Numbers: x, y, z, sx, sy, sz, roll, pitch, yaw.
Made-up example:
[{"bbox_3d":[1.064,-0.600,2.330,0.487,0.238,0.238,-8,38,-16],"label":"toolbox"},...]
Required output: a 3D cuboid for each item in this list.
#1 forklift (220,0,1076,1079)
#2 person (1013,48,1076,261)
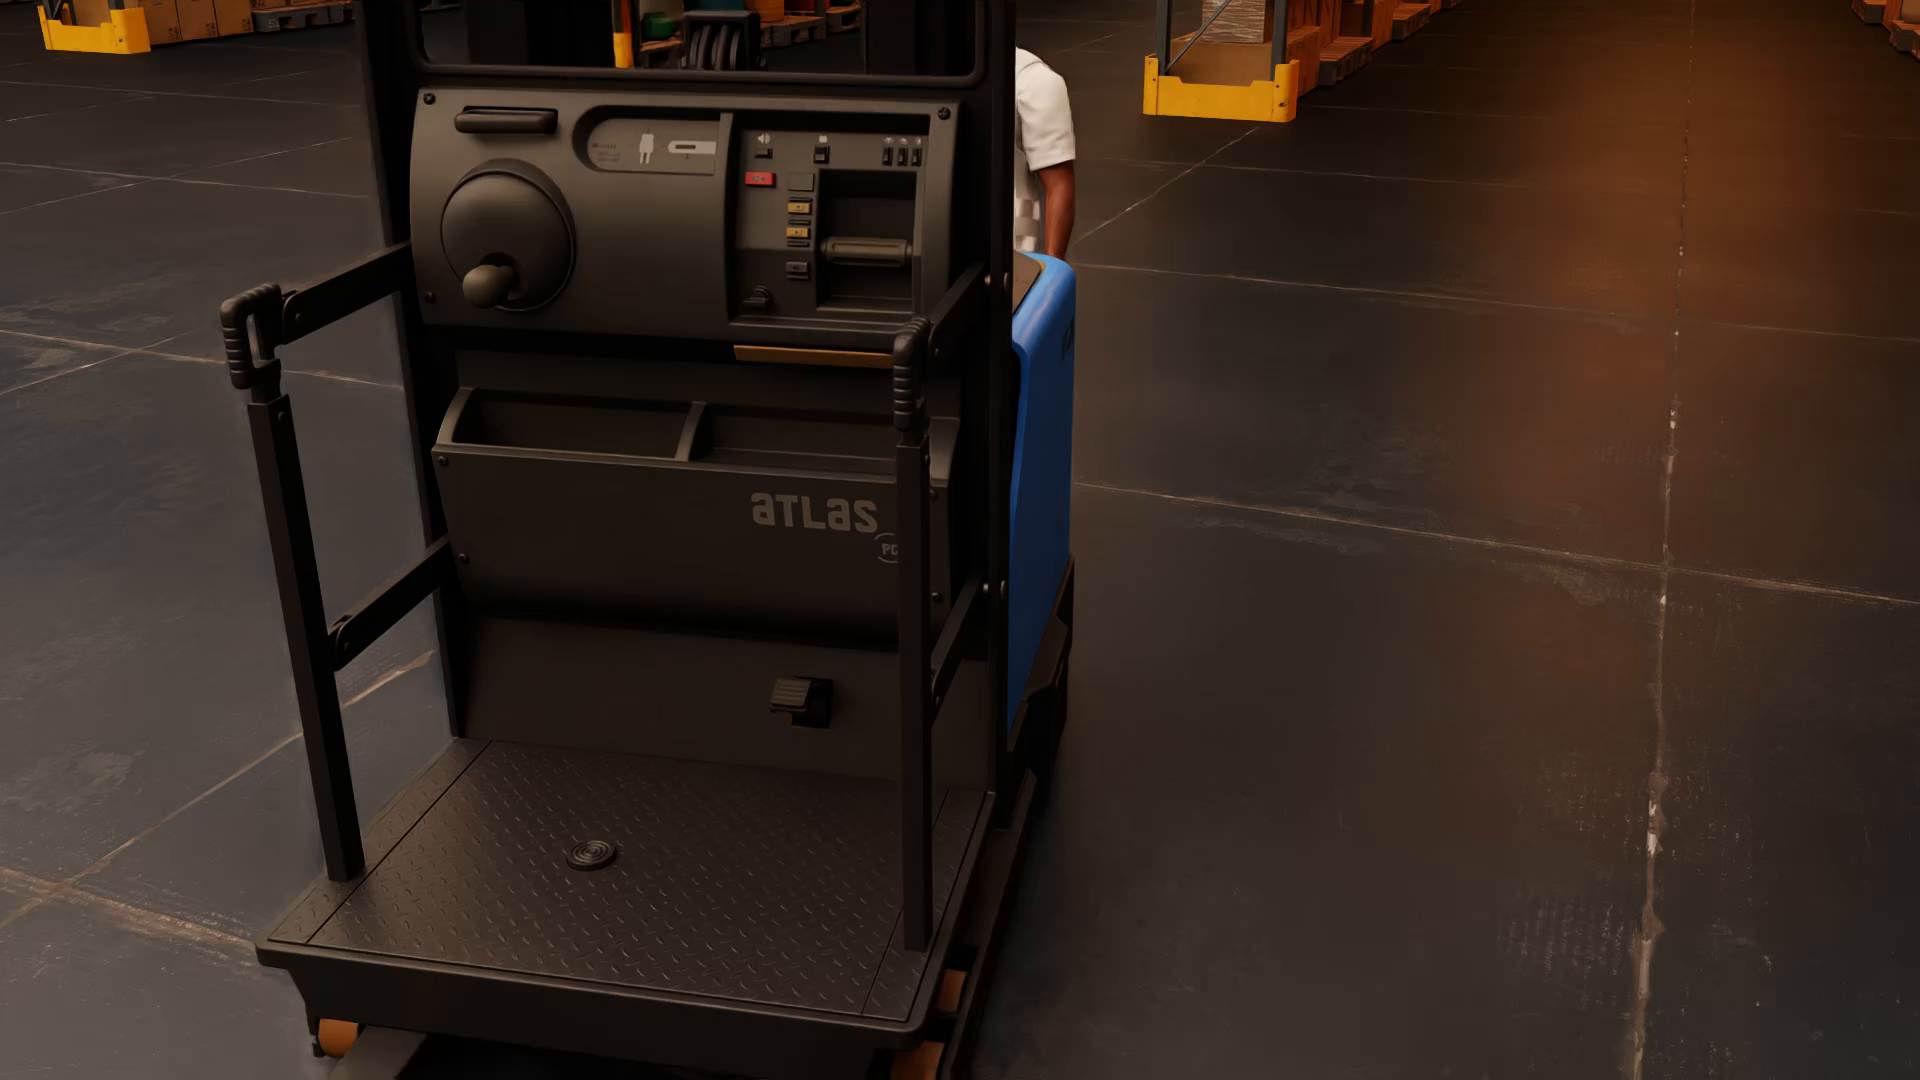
[{"bbox_3d":[-0.501,-0.520,2.537,1.130,2.935,3.031,4,23,10],"label":"forklift"},{"bbox_3d":[-0.013,-0.804,4.694,0.708,1.683,0.422,11,25,24],"label":"person"}]
